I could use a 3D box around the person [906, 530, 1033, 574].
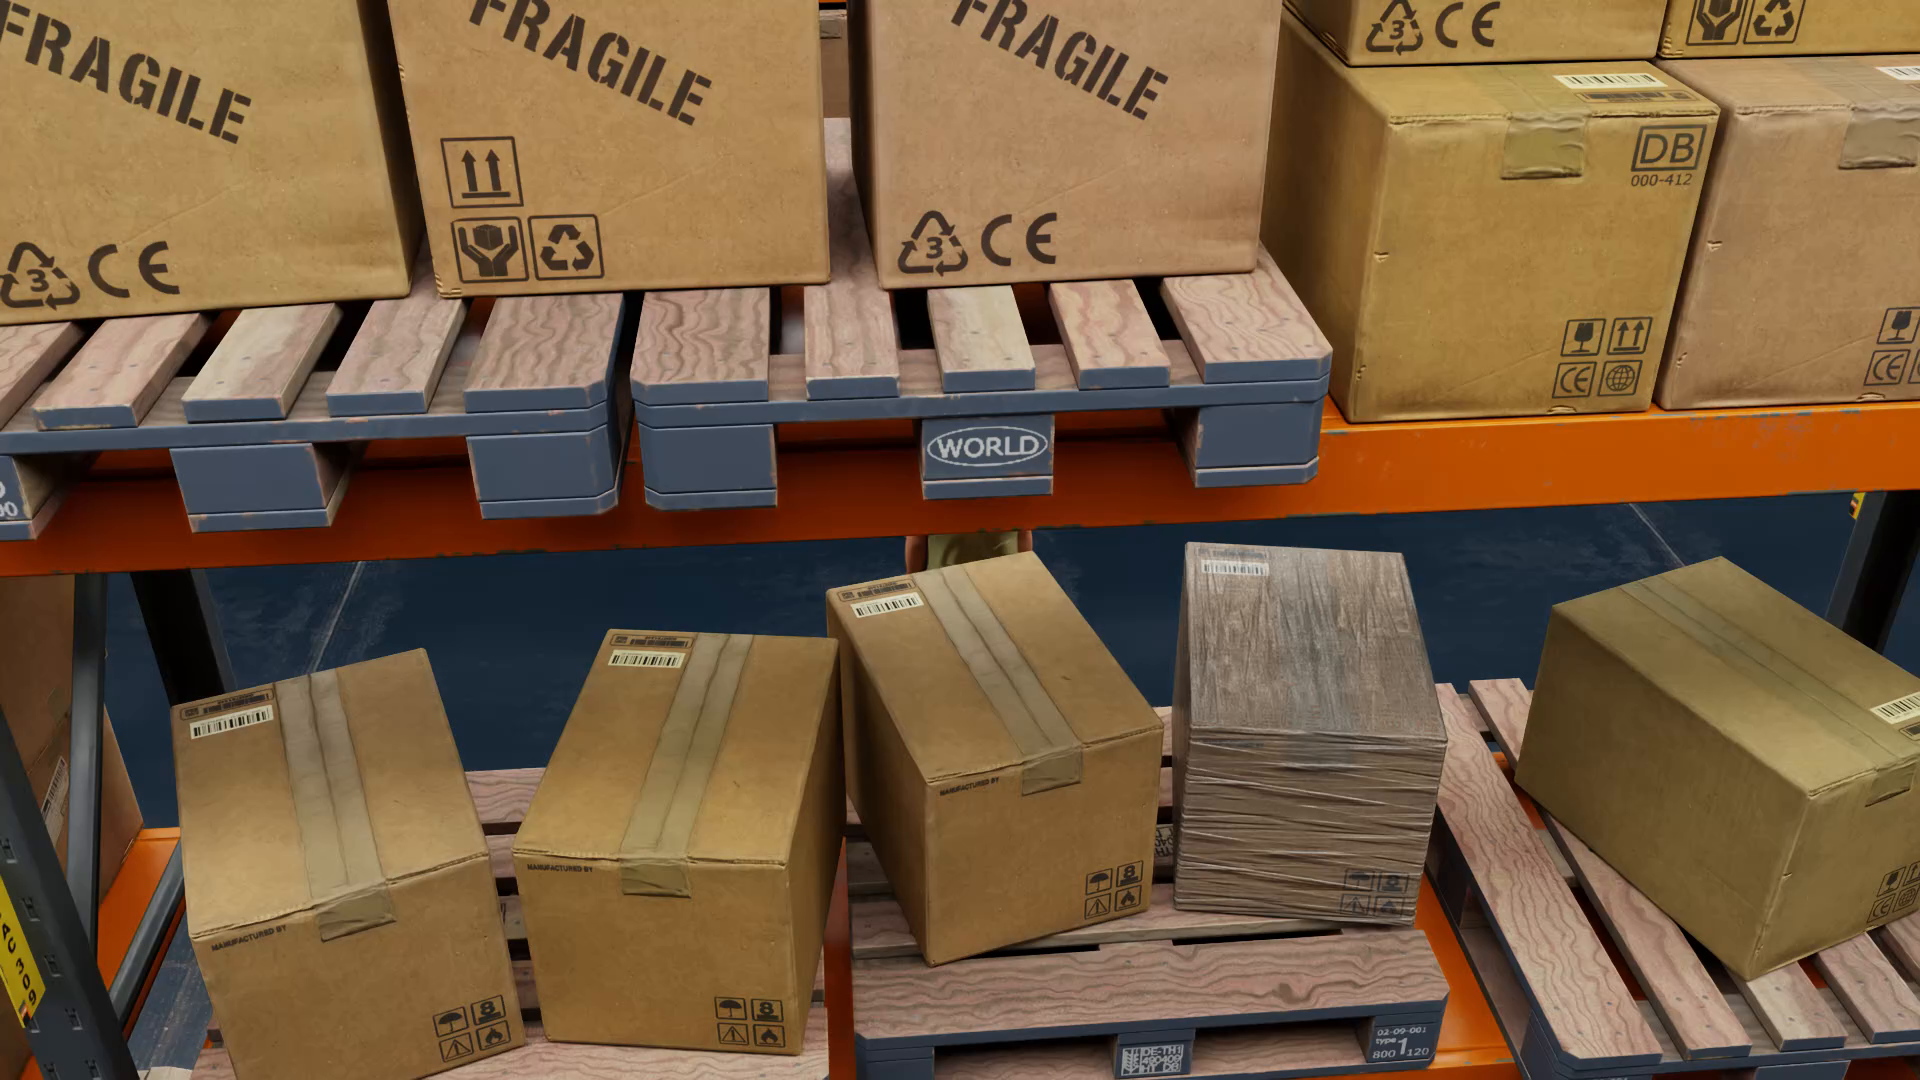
[{"bbox_3d":[0.071,0.269,5.673,0.465,1.672,0.540,-6,32,-10],"label":"person"}]
